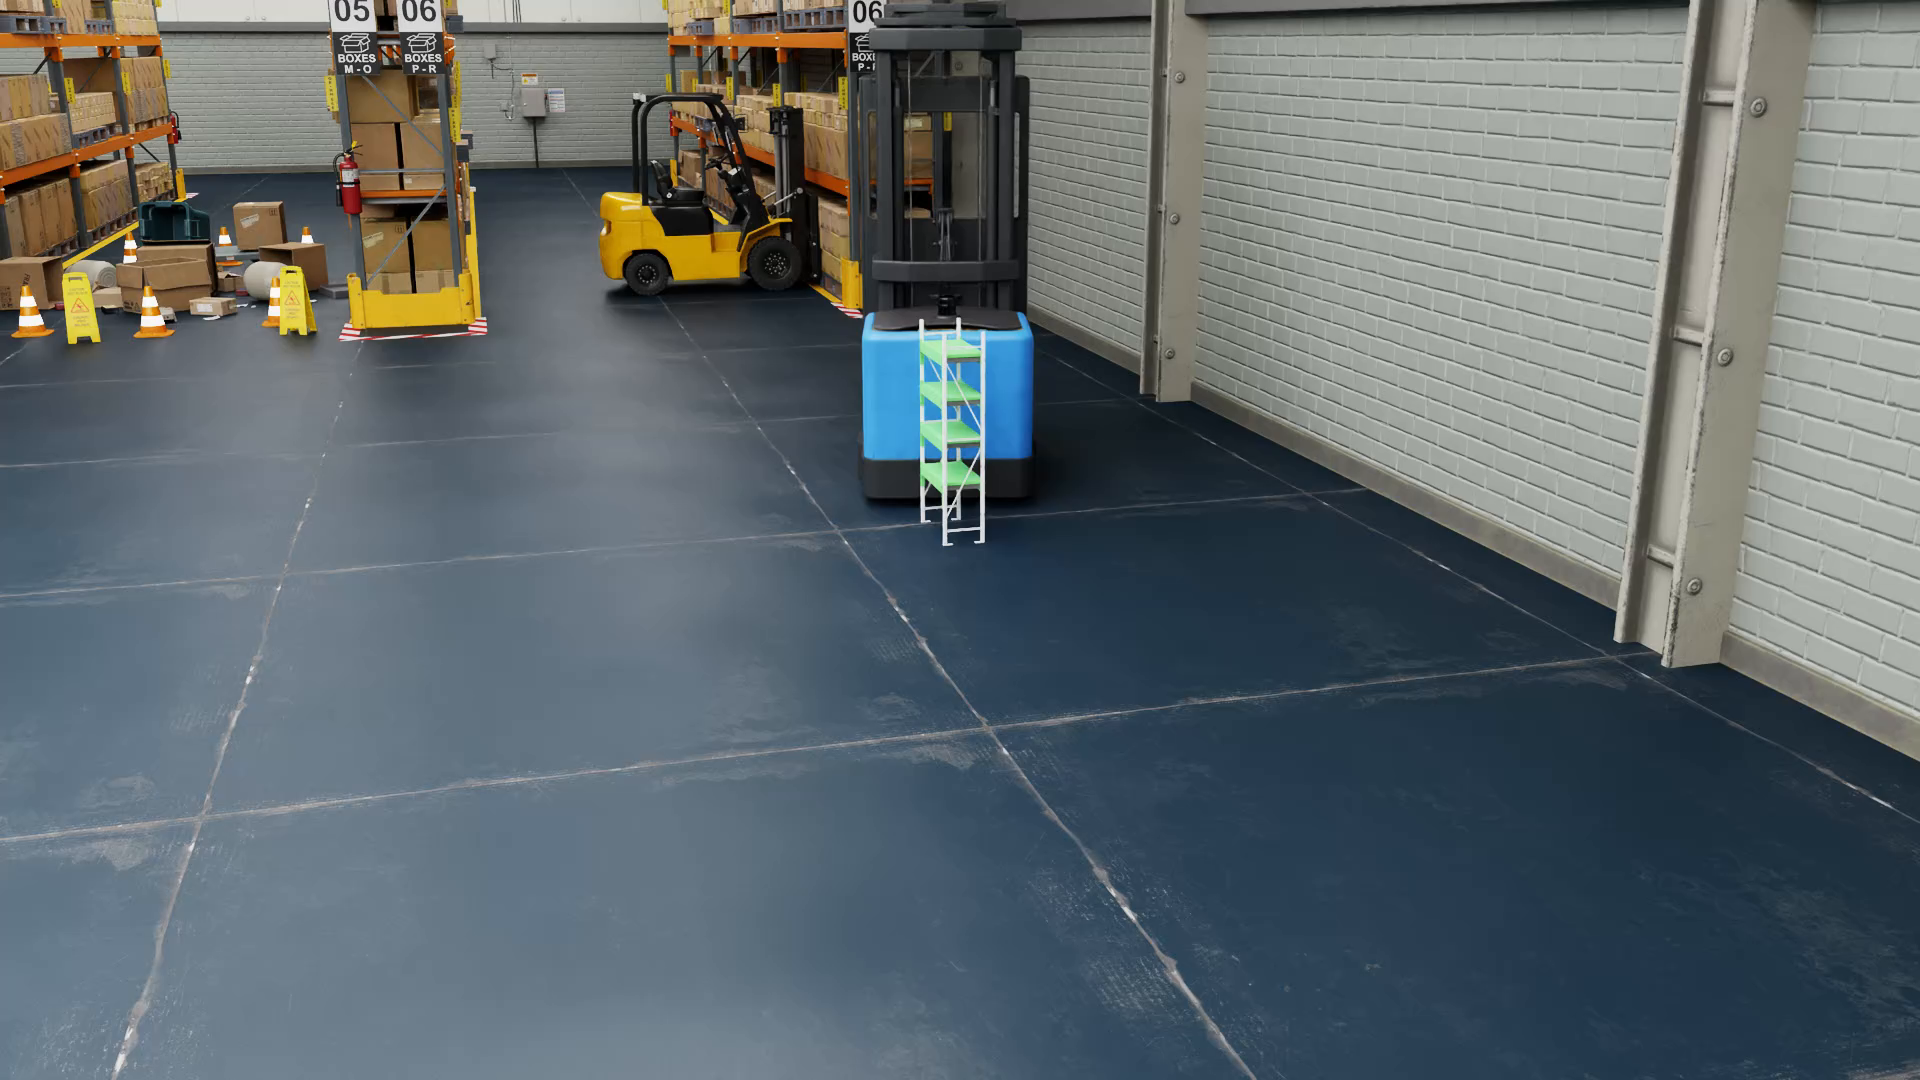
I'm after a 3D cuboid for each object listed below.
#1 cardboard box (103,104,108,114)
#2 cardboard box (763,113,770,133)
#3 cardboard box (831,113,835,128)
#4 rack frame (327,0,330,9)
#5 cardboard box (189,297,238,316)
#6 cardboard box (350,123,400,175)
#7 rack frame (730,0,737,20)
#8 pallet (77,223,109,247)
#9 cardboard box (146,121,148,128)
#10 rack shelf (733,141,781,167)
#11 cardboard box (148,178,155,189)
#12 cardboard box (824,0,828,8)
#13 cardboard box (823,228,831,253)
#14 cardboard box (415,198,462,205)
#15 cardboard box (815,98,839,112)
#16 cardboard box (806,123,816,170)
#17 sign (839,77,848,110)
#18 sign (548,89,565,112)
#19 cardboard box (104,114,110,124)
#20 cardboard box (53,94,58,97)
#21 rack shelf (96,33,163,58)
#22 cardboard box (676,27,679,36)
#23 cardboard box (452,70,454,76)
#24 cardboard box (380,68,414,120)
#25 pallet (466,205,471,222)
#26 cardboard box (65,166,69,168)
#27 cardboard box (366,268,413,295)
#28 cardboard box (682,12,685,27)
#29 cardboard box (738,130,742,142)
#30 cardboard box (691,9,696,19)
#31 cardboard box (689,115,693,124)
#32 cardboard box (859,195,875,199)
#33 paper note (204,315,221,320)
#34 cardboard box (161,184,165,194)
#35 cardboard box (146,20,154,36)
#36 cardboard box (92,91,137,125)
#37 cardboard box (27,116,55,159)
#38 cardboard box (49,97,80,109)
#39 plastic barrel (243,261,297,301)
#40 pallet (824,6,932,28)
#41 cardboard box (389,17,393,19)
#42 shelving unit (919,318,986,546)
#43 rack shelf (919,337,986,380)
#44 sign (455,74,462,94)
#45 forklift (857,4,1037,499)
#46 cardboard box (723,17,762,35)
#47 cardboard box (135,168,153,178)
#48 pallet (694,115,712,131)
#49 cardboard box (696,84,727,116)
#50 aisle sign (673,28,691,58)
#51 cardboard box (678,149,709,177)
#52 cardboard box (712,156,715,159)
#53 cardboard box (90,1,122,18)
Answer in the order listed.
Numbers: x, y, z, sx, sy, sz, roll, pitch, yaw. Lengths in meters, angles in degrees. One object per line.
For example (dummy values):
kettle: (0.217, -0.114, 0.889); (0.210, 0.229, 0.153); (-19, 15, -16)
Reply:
cardboard box: (-13.038, -6.473, 24.977); (0.380, 0.149, 0.250); (-4, 17, -13)
cardboard box: (-2.303, -5.511, 21.976); (0.500, 0.250, 0.500); (-5, 17, -17)
cardboard box: (-1.208, -4.626, 18.338); (0.380, 0.149, 0.250); (-5, 17, -16)
rack frame: (-5.447, -6.459, 15.313); (1.000, 3.000, 0.127); (-5, 17, -15)
cardboard box: (-7.749, -2.423, 17.261); (0.380, 0.149, 0.250); (4, 17, 13)
cardboard box: (-5.861, -3.905, 16.546); (0.500, 0.500, 0.500); (-5, 17, -16)
rack frame: (-2.874, -9.065, 23.990); (1.000, 3.000, 0.127); (-5, 17, -15)
pallet: (-12.590, -4.260, 23.268); (1.003, 0.211, 1.213); (-5, 17, -15)
cardboard box: (-13.856, -6.969, 27.875); (0.380, 0.149, 0.250); (-4, 17, -14)
rack shelf: (-2.324, -5.295, 23.115); (1.077, 0.370, 4.000); (-5, 17, -15)
cardboard box: (-13.658, -5.945, 27.737); (0.380, 0.149, 0.250); (-5, 17, -16)
cardboard box: (-1.265, -5.876, 17.916); (0.396, 0.266, 0.258); (-5, 17, -15)
cardboard box: (-1.237, -3.353, 18.580); (0.500, 0.250, 0.500); (-5, 17, -16)
cardboard box: (-5.984, -3.653, 19.145); (0.500, 0.500, 0.500); (-4, 17, -14)
cardboard box: (-1.423, -4.908, 18.759); (0.380, 0.149, 0.250); (-4, 17, -14)
cardboard box: (-1.486, -4.567, 19.268); (0.500, 0.500, 0.500); (-5, 17, -15)
sign: (-1.201, -4.608, 17.155); (0.100, 0.325, 0.005); (-5, 17, -15)
sign: (-8.938, -9.746, 36.849); (0.329, 0.494, 0.001); (-5, 17, -15)
cardboard box: (-13.038, -6.332, 25.023); (0.380, 0.149, 0.250); (-5, 17, -15)
cardboard box: (-13.660, -6.559, 24.745); (0.380, 0.149, 0.250); (-5, 17, -15)
rack shelf: (-14.026, -8.131, 27.344); (1.077, 0.370, 4.000); (-5, 17, -15)
cardboard box: (-5.008, -9.323, 30.498); (0.380, 0.149, 0.250); (-5, 17, -15)
cardboard box: (-7.819, -6.762, 24.838); (0.500, 0.500, 0.500); (-4, 17, -14)
cardboard box: (-5.929, -4.520, 16.856); (0.700, 0.500, 0.500); (-5, 17, -15)
pallet: (-8.121, -5.024, 25.811); (1.003, 0.211, 1.213); (-5, 17, -15)
cardboard box: (-13.242, -5.335, 24.311); (0.500, 0.250, 0.500); (-4, 17, -13)
cardboard box: (-5.934, -2.679, 17.207); (0.500, 0.250, 0.500); (-5, 17, -16)
cardboard box: (-4.629, -9.205, 29.412); (0.500, 0.250, 0.500); (-4, 17, -14)
cardboard box: (-2.987, -5.978, 24.401); (0.500, 0.250, 0.500); (-5, 17, -15)
cardboard box: (-4.236, -8.676, 27.439); (0.380, 0.149, 0.250); (-5, 17, -15)
cardboard box: (-4.634, -7.530, 29.743); (0.380, 0.149, 0.250); (-5, 17, -16)
cardboard box: (-1.027, -3.910, 19.566); (0.500, 0.250, 0.500); (-5, 17, -16)
paper note: (-7.620, -2.268, 16.950); (0.148, 0.019, 0.142); (-12, 20, -34)
cardboard box: (-13.862, -6.023, 28.515); (0.380, 0.149, 0.250); (-6, 18, -18)
cardboard box: (-14.049, -8.712, 28.287); (0.500, 0.250, 0.500); (-5, 17, -15)
cardboard box: (-13.370, -6.833, 26.296); (0.500, 0.500, 0.500); (-5, 17, -16)
cardboard box: (-11.722, -5.048, 20.868); (0.500, 0.500, 0.500); (-5, 17, -16)
cardboard box: (-12.529, -6.104, 23.231); (0.380, 0.149, 0.250); (-5, 18, -18)
plastic barrel: (-7.470, -2.804, 18.050); (0.512, 0.421, 0.421); (7, 18, 23)
pallet: (-0.844, -5.571, 17.725); (1.003, 0.211, 1.213); (-5, 17, -15)
cardboard box: (-6.412, -5.775, 17.992); (0.500, 0.250, 0.500); (-5, 17, -15)
shelving unit: (-0.046, -0.620, 9.432); (0.258, 1.200, 0.503); (-5, 17, -15)
rack shelf: (-0.046, -1.019, 9.312); (0.258, 0.148, 0.480); (-5, 17, -15)
sign: (-8.225, -7.467, 27.223); (0.100, 0.325, 0.005); (-5, 17, -15)
forklift: (-0.107, -2.023, 11.092); (1.130, 2.935, 3.031); (0, 17, -1)
cardboard box: (-3.248, -7.680, 24.851); (0.500, 0.250, 0.500); (-5, 18, -17)
cardboard box: (-13.776, -6.153, 27.912); (0.380, 0.149, 0.250); (-5, 17, -15)
pallet: (-3.858, -6.977, 27.799); (1.003, 0.211, 1.213); (-5, 17, -15)
cardboard box: (-4.055, -7.396, 27.957); (0.700, 0.500, 0.500); (-4, 17, -14)
aisle sign: (-5.373, -9.646, 31.831); (0.394, 0.787, 0.004); (-5, 17, -15)
cardboard box: (-4.995, -7.234, 31.930); (0.797, 0.503, 0.637); (-5, 18, -17)
cardboard box: (-3.980, -6.423, 28.107); (0.380, 0.149, 0.250); (-5, 17, -17)
cardboard box: (-13.378, -8.242, 25.855); (0.500, 0.250, 0.500); (-4, 17, -13)
